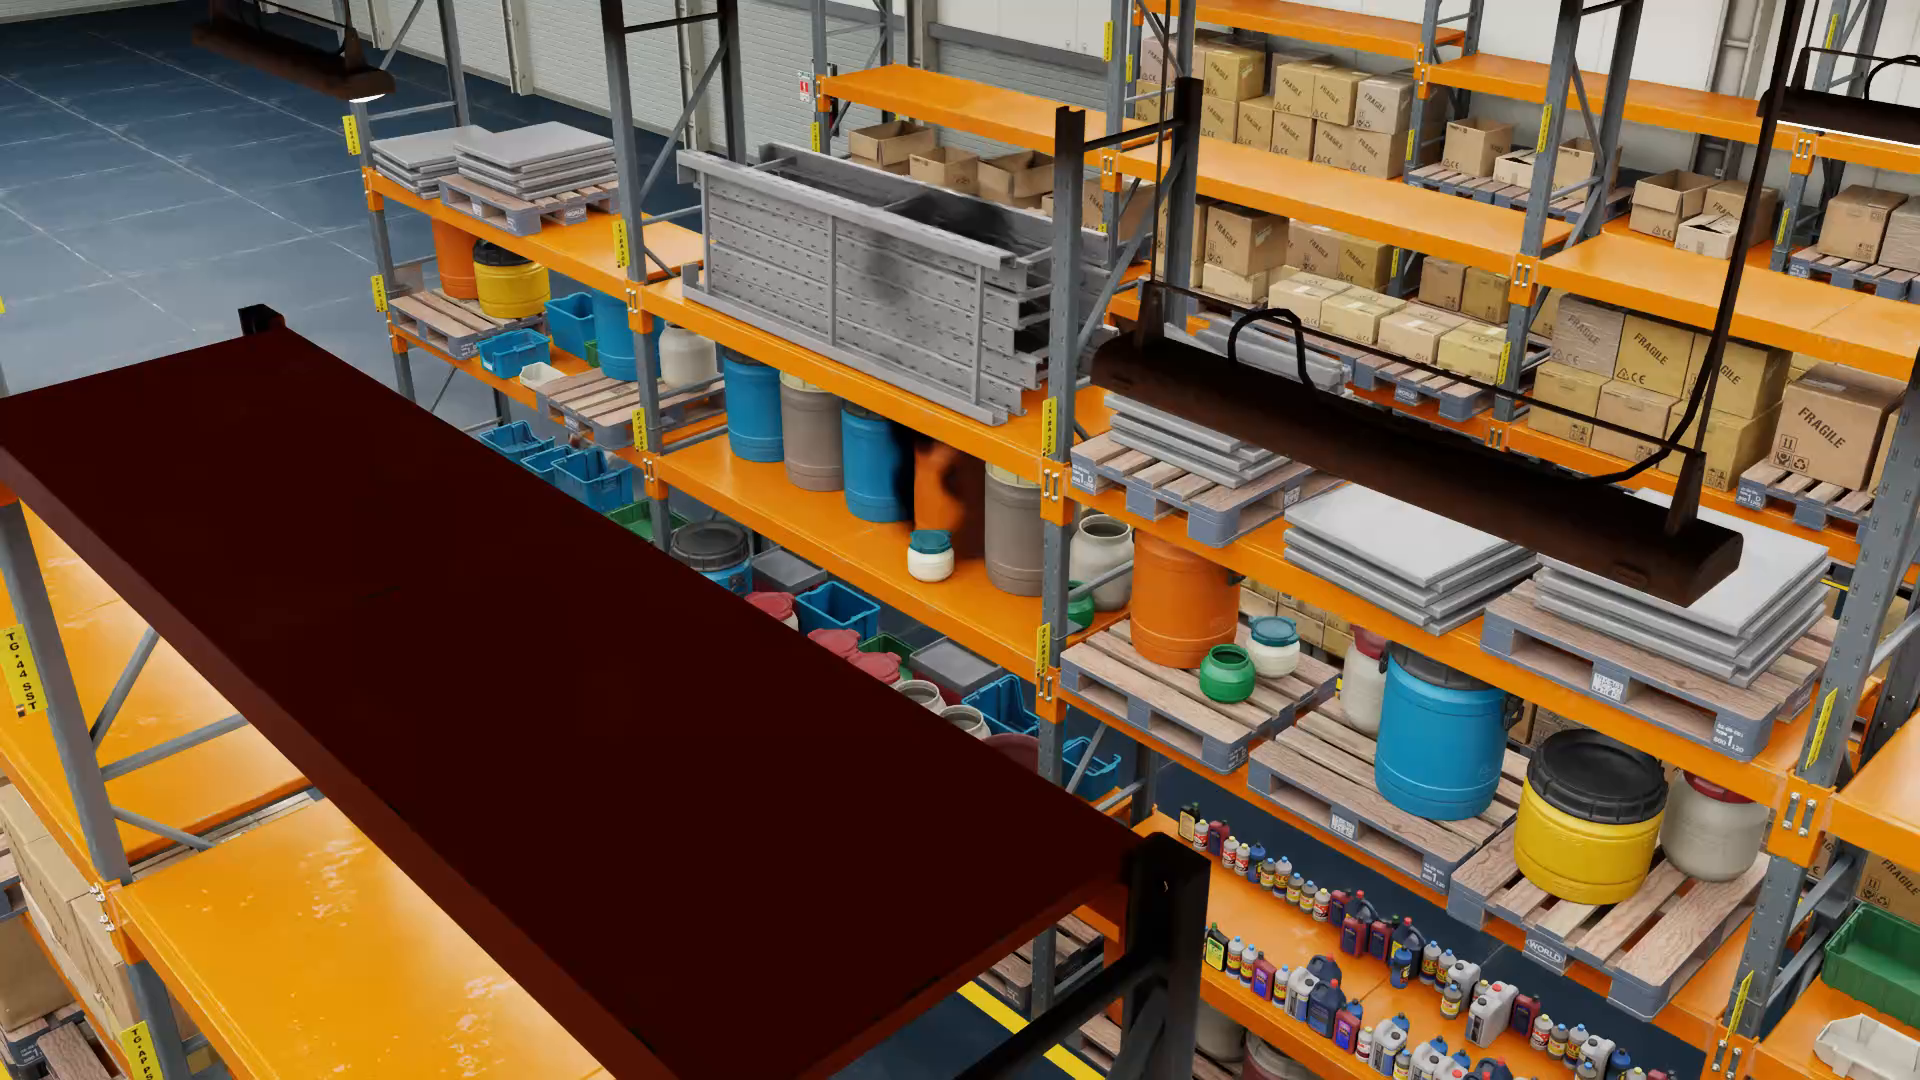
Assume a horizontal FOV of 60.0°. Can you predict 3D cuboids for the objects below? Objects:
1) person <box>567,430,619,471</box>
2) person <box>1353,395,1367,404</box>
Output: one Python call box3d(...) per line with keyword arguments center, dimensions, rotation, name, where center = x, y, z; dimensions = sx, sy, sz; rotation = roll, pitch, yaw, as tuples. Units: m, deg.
box3d(center=(-3.600, -0.836, 16.612), dimensions=(0.707, 1.822, 0.664), rotation=(11, 30, 19), name="person")
box3d(center=(3.875, -1.179, 17.312), dimensions=(0.541, 1.658, 0.615), rotation=(17, 33, 29), name="person")
